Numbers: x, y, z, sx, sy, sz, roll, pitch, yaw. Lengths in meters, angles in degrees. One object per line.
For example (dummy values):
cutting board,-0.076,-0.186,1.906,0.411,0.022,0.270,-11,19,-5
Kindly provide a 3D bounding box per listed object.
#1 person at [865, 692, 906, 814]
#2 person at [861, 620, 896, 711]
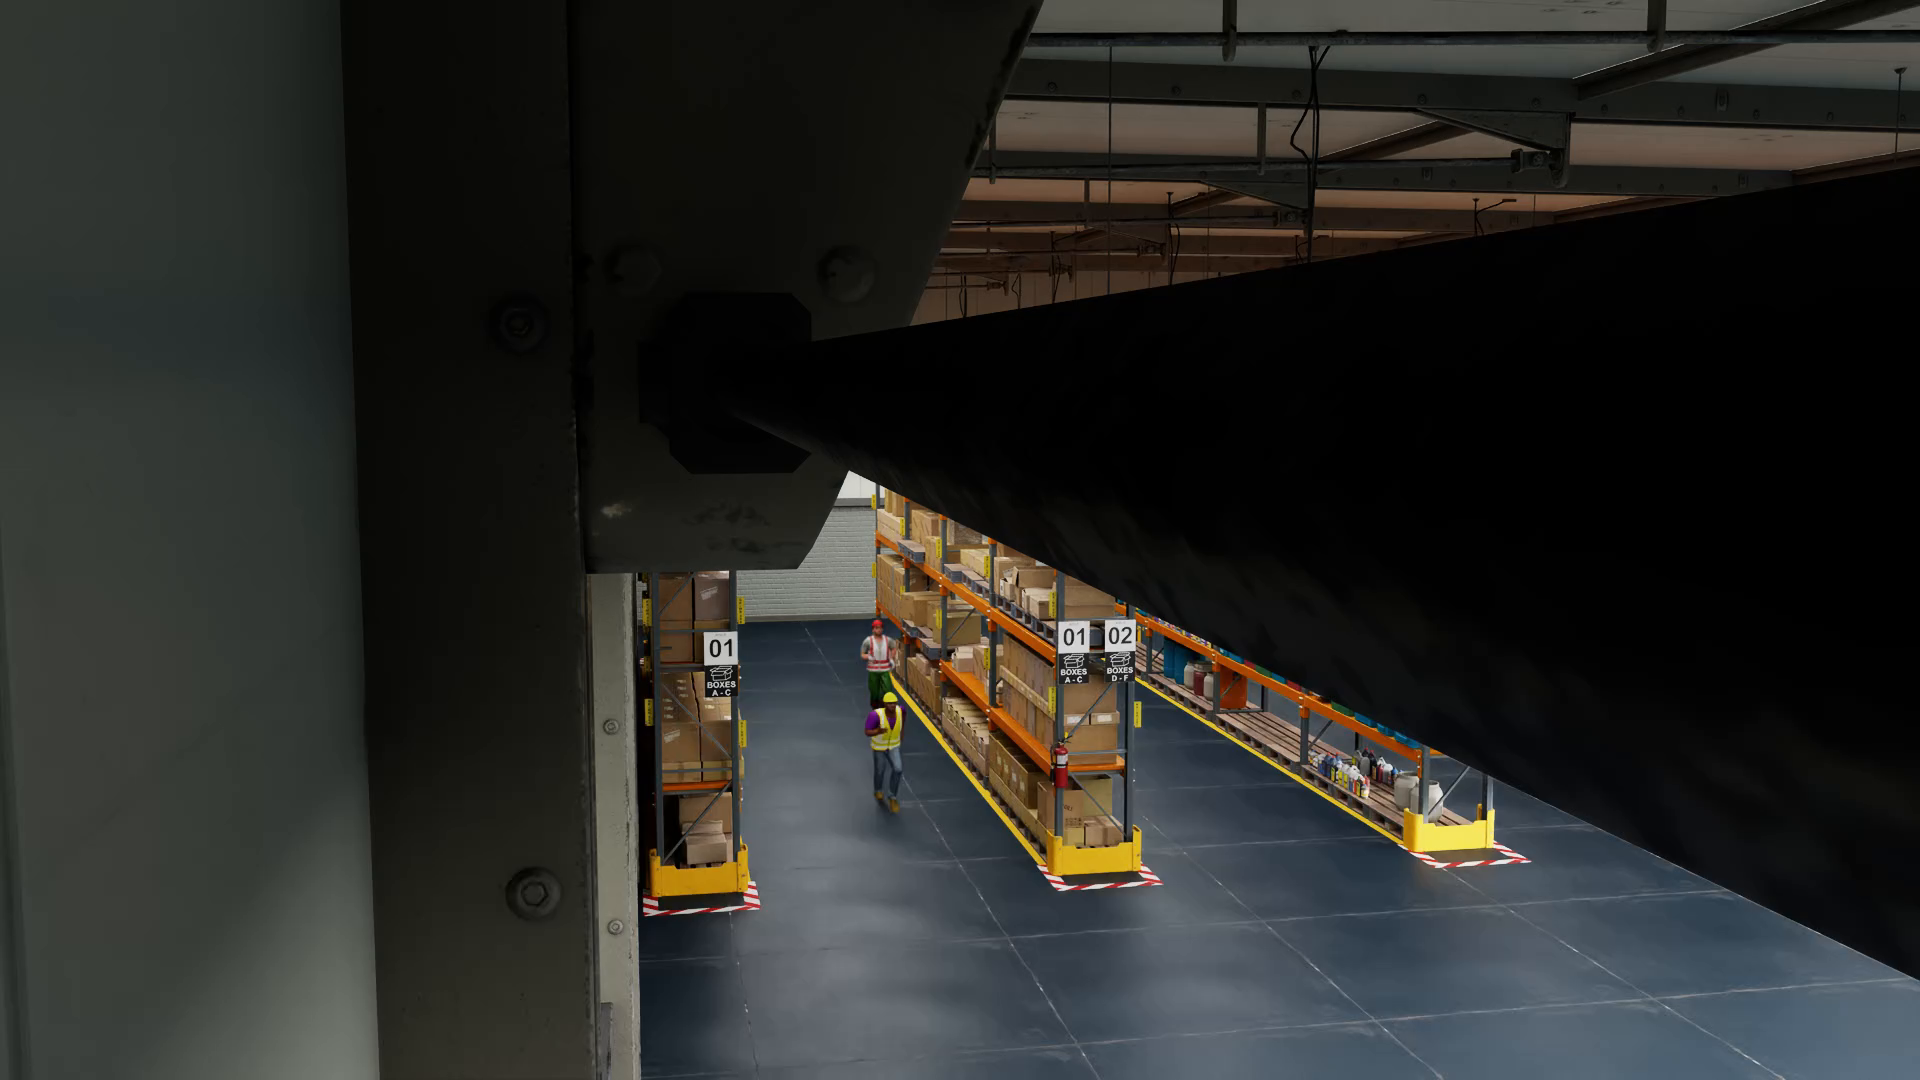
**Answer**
person,-1.071,3.019,23.938,0.684,1.754,0.936,-2,6,-16
person,-1.371,2.288,28.429,0.638,1.838,0.639,-1,6,-11
